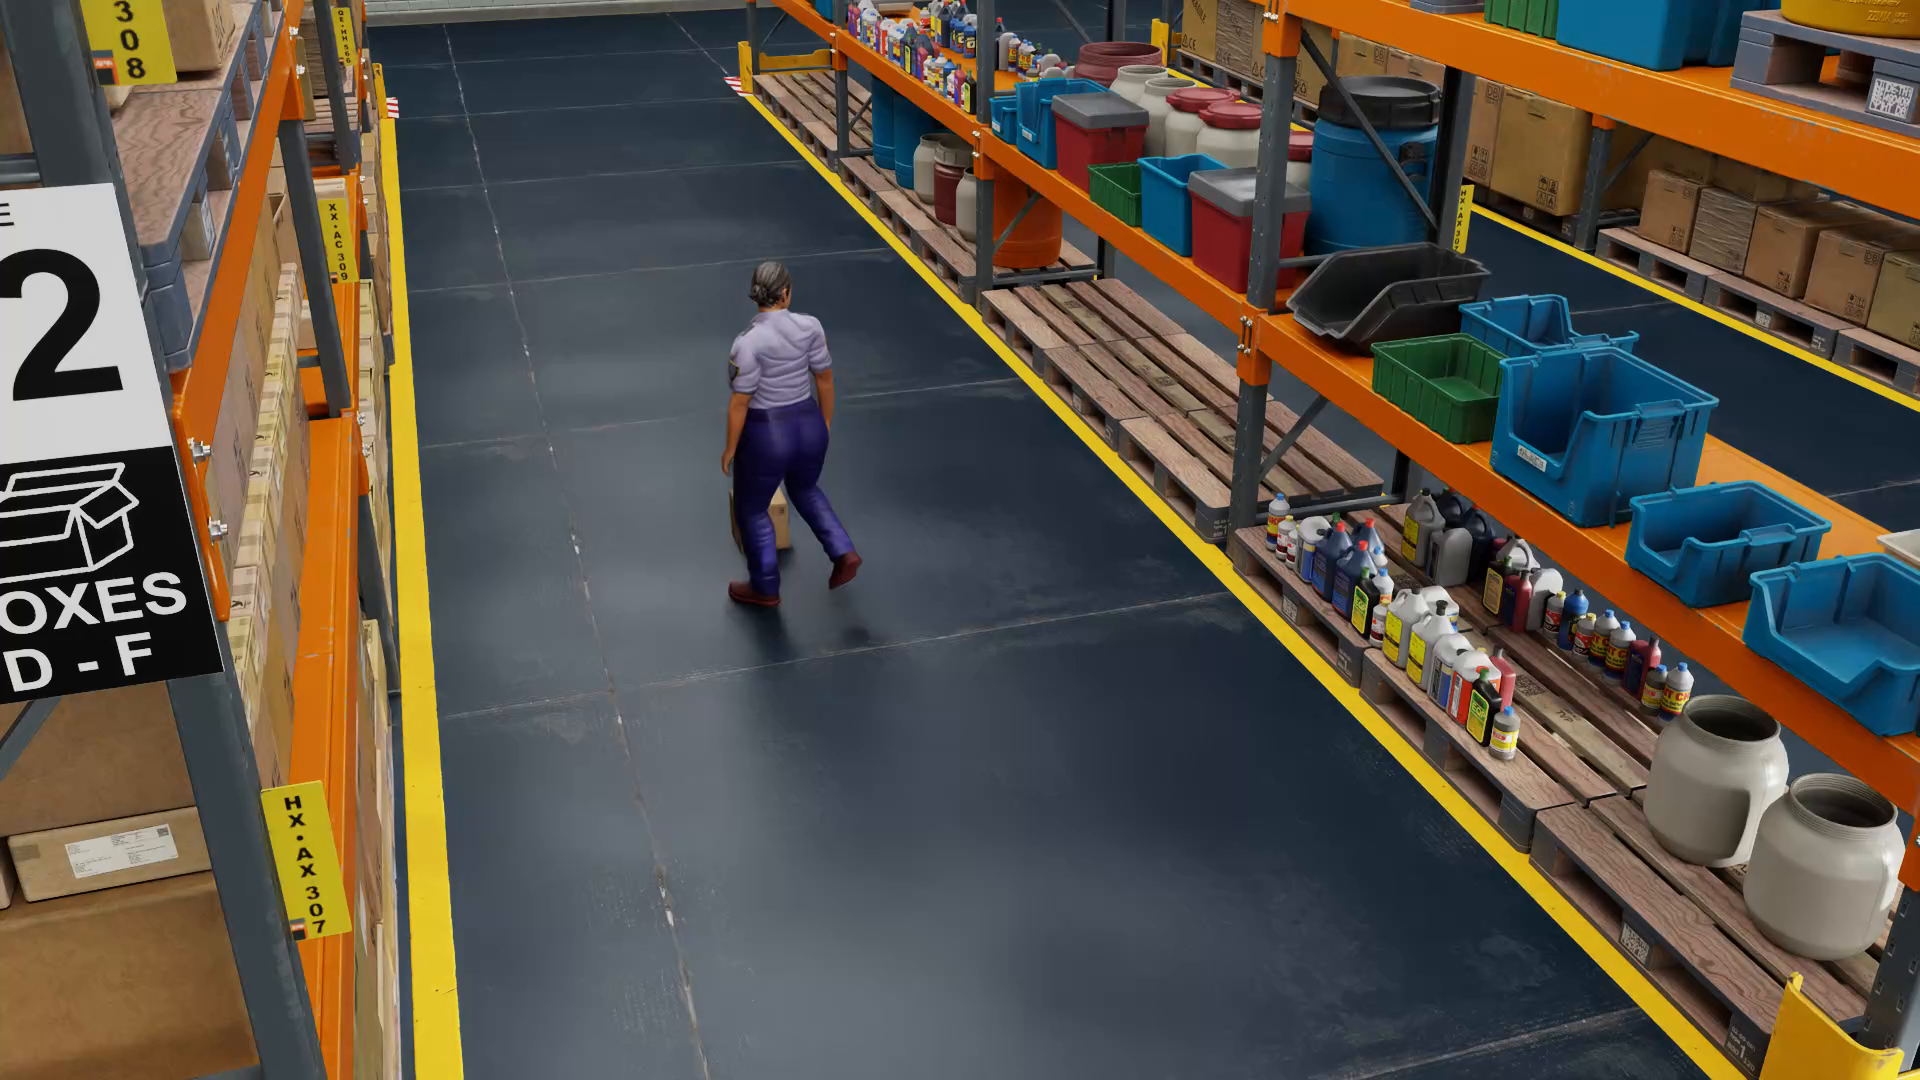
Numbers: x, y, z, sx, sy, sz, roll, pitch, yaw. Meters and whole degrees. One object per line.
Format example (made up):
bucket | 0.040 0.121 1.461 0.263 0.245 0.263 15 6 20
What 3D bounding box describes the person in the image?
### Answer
person | -0.793 -0.446 7.484 0.524 1.634 0.569 -23 34 -38
